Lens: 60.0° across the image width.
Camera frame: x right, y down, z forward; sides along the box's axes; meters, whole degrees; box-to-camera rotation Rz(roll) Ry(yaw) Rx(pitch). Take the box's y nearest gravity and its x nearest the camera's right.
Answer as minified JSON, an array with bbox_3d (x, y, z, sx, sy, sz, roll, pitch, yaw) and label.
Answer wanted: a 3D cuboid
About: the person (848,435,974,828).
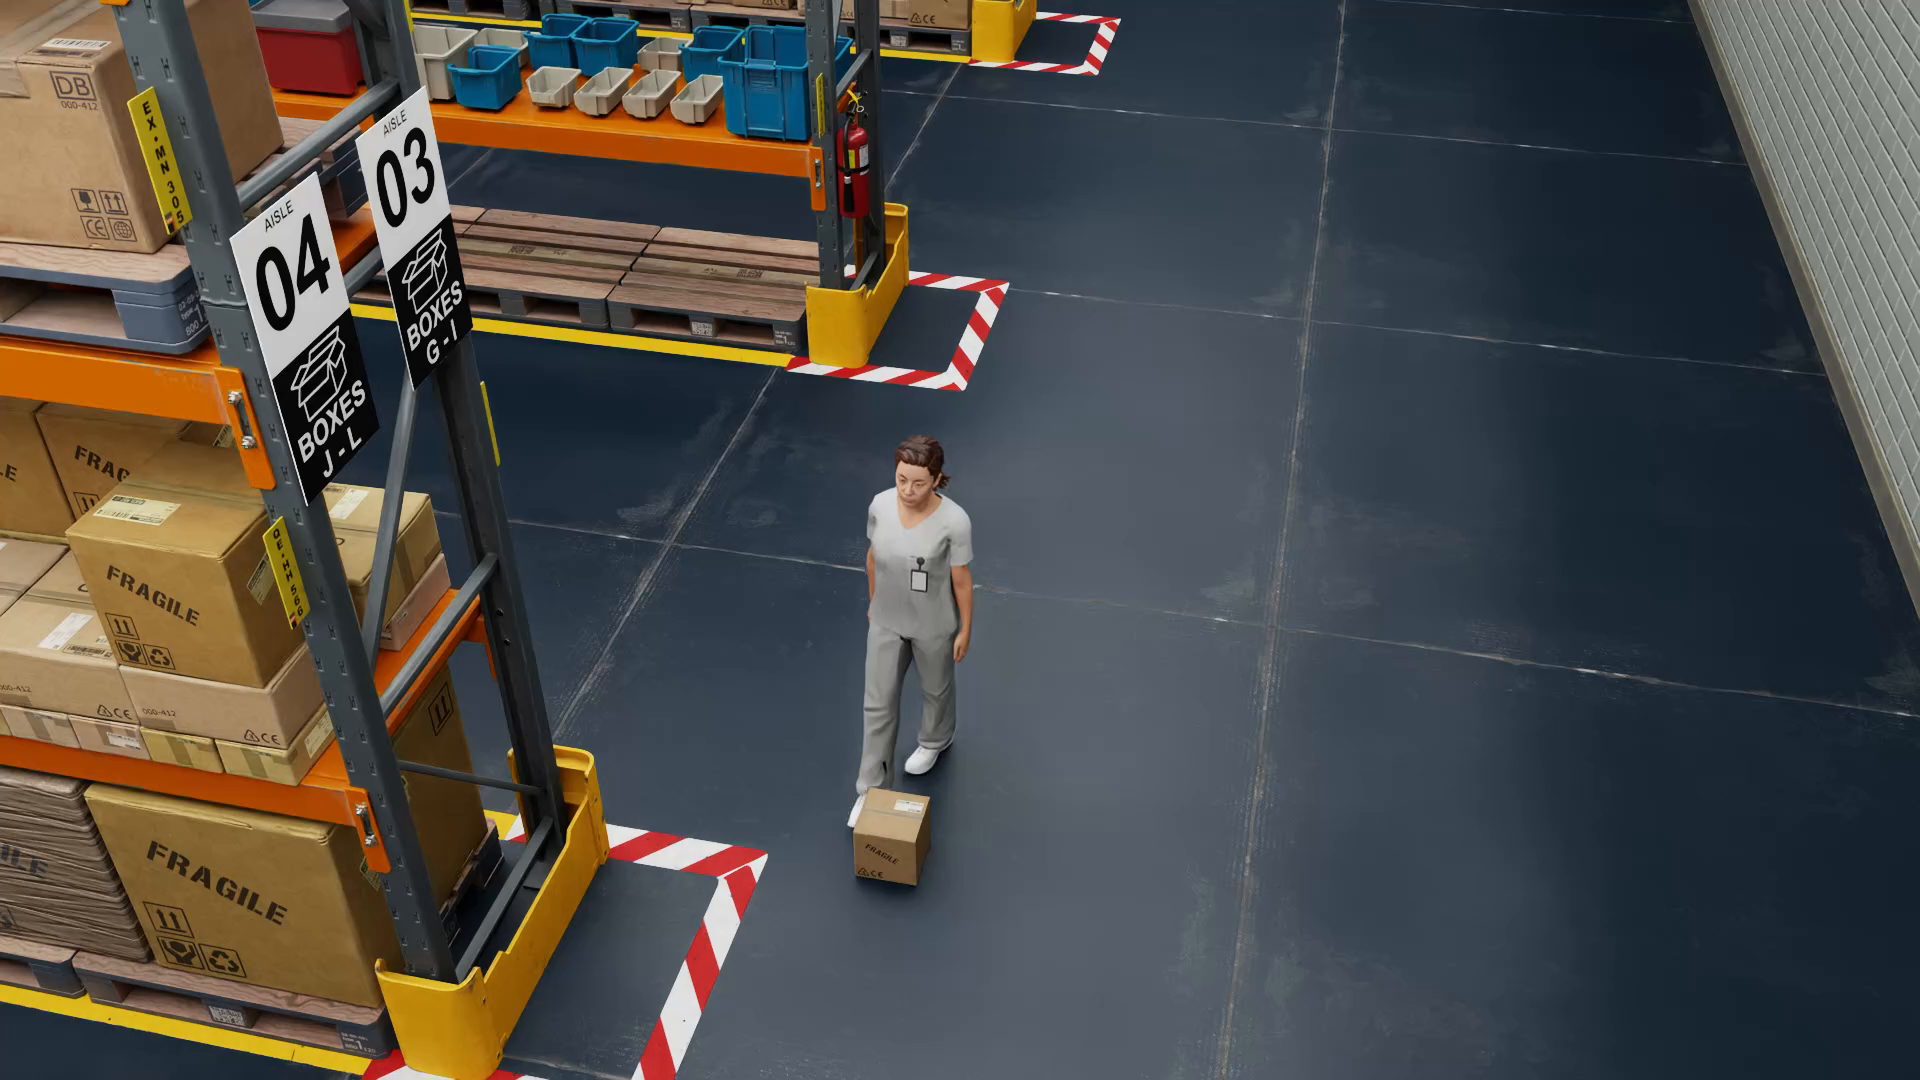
[{"bbox_3d":[-0.208,0.375,6.461,0.453,1.657,0.716,12,38,16],"label":"person"}]
